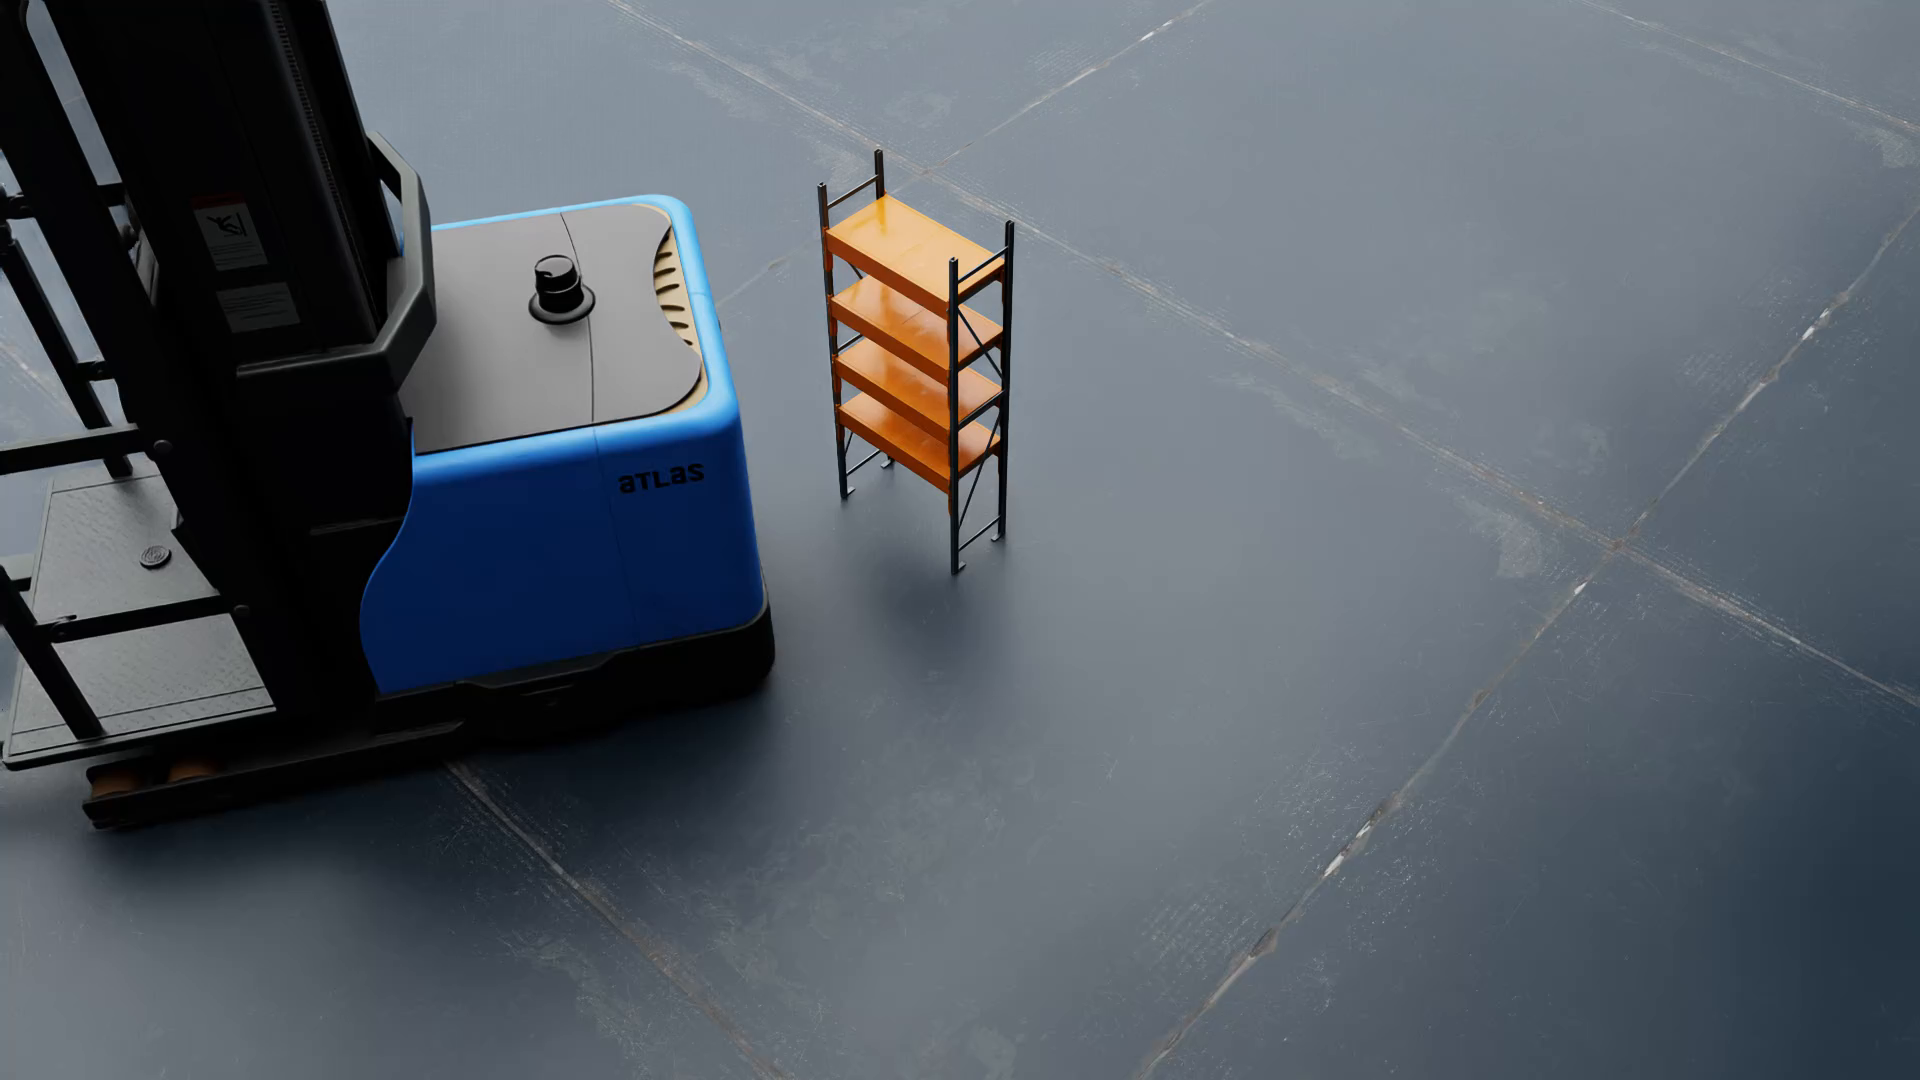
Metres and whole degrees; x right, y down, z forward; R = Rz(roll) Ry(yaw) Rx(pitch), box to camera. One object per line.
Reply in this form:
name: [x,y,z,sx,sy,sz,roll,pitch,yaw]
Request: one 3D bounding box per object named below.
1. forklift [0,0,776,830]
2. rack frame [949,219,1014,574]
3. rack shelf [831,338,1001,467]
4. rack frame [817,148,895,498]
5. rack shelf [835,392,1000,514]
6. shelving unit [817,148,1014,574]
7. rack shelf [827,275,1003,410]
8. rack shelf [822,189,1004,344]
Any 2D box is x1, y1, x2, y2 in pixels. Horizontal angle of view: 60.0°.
forklift: [-2.111,-0.657,3.856,3.031,2.935,1.130,-11,48,-10]
rack frame: [0.058,-0.372,4.776,0.015,1.200,0.240,34,55,28]
rack shelf: [-0.122,-0.446,4.938,0.480,0.148,0.258,34,55,28]
rack frame: [-0.301,-0.613,5.003,0.015,1.200,0.240,34,55,28]
rack shelf: [-0.122,-0.311,5.083,0.480,0.148,0.258,34,55,28]
shelving unit: [-0.122,-0.493,4.889,0.503,1.200,0.258,34,55,28]
rack shelf: [-0.122,-0.600,4.775,0.480,0.148,0.258,34,55,28]
rack shelf: [-0.122,-0.762,4.603,0.480,0.148,0.258,34,55,28]
